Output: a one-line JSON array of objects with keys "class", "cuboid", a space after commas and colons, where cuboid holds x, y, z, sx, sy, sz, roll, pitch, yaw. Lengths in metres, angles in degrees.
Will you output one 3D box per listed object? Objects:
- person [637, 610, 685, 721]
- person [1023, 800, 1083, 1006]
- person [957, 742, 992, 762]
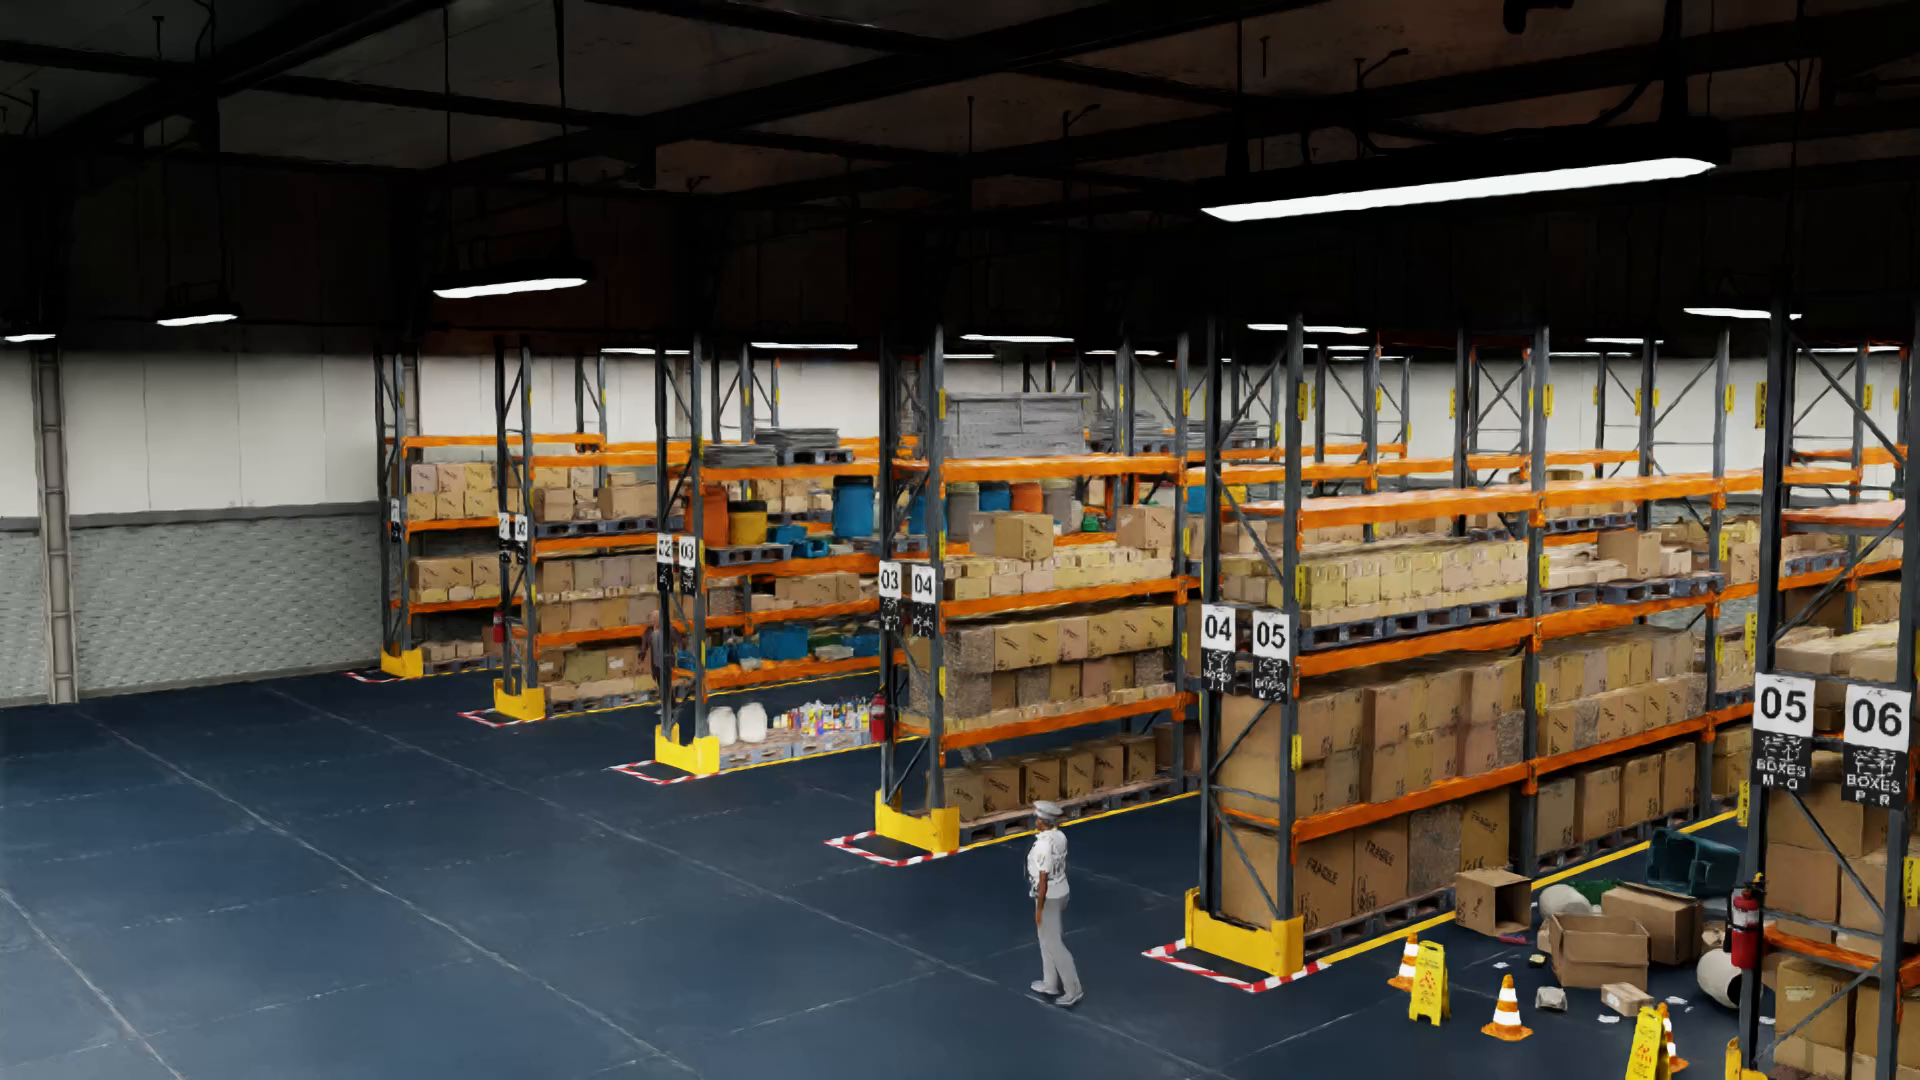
[{"class": "person", "cuboid": [-4.644, 1.930, 26.031, 0.723, 1.717, 0.873, 3, 6, 30]}, {"class": "person", "cuboid": [0.817, 3.062, 14.114, 0.526, 1.664, 0.568, 2, 6, 23]}, {"class": "person", "cuboid": [0.150, 2.306, 22.011, 0.549, 1.735, 0.702, -5, 7, -43]}]
